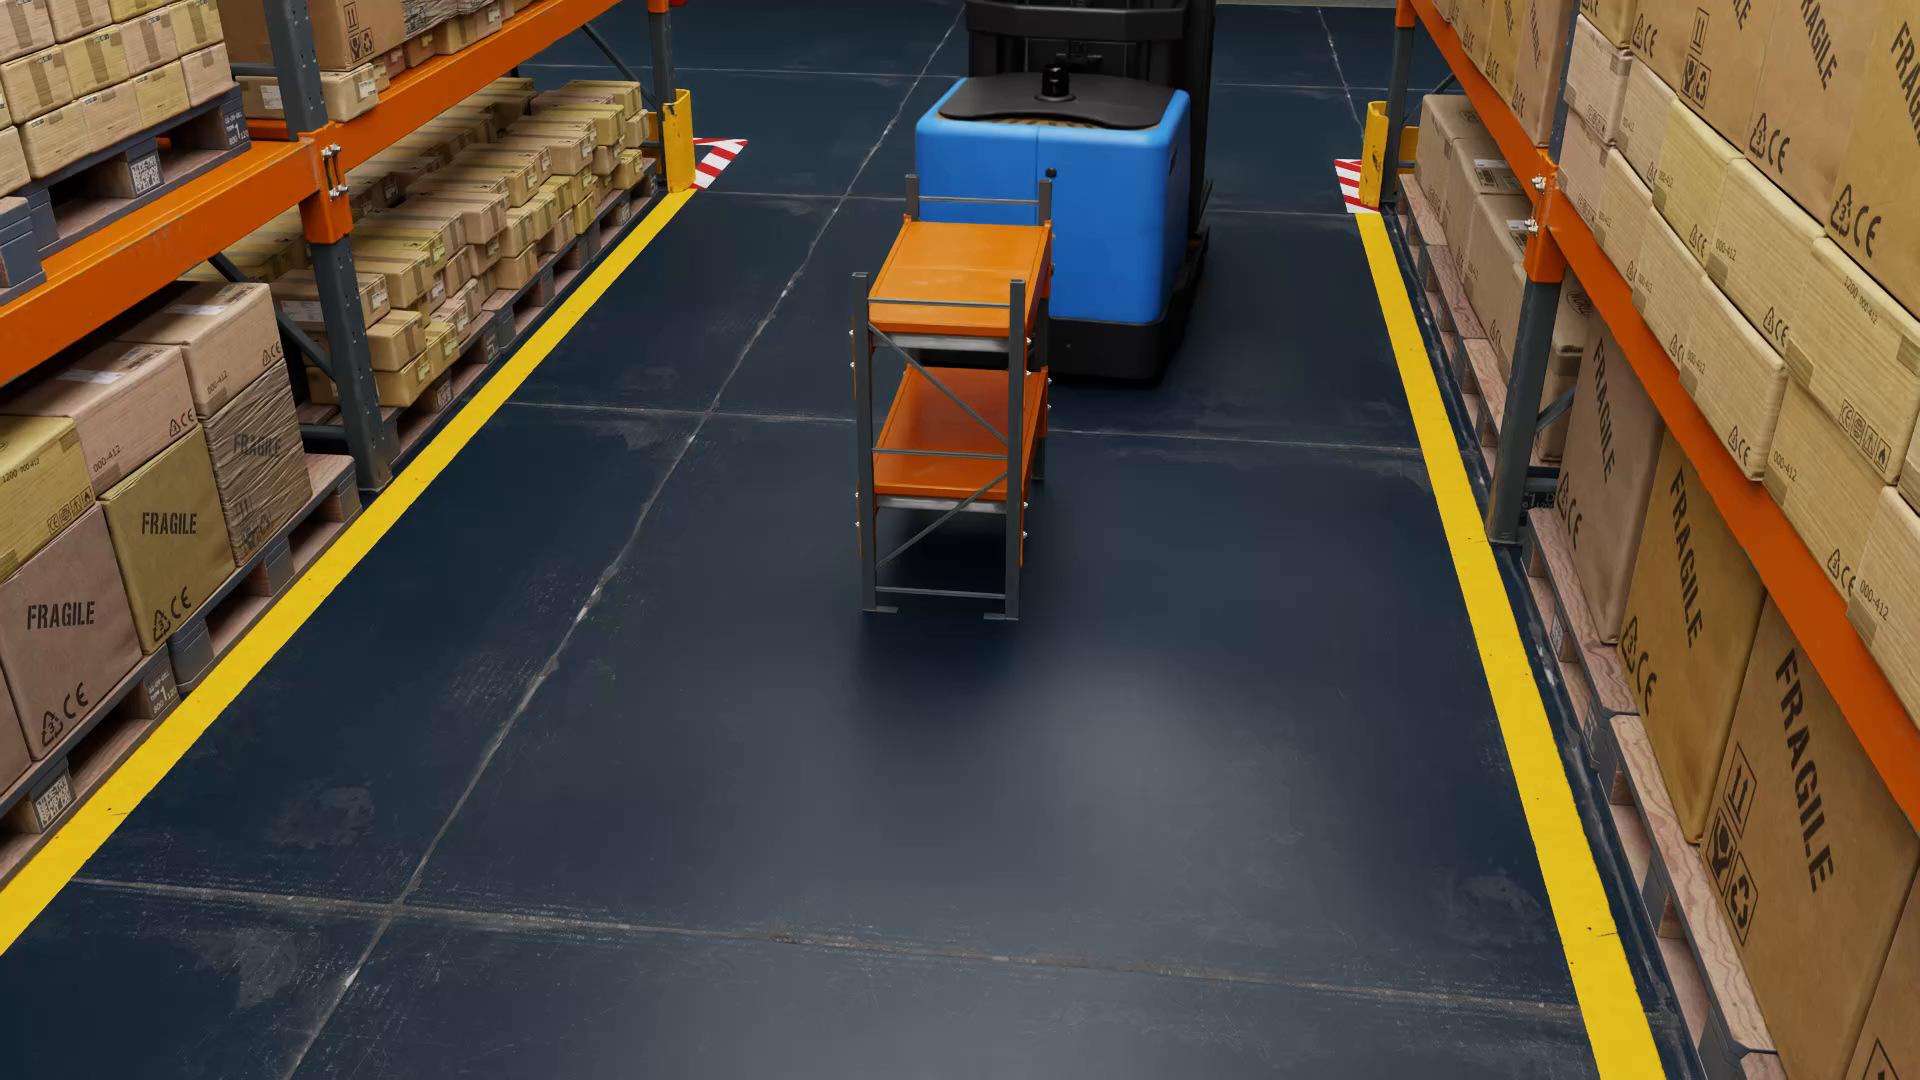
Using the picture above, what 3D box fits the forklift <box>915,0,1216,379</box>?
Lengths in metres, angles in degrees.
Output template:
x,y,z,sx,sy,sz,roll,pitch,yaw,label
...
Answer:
x,y,z,sx,sy,sz,roll,pitch,yaw,label
0.637,-2.631,7.543,1.130,2.935,3.031,6,29,11,forklift

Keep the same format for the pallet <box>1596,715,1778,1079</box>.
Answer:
x,y,z,sx,sy,sz,roll,pitch,yaw,label
2.156,0.868,3.916,1.003,0.211,1.213,3,28,6,pallet

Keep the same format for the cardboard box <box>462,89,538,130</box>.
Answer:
x,y,z,sx,sy,sz,roll,pitch,yaw,label
-2.428,-2.254,8.707,0.380,0.149,0.250,4,29,7,cardboard box

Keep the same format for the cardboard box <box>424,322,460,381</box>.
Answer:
x,y,z,sx,sy,sz,roll,pitch,yaw,label
-2.206,-0.751,6.544,0.380,0.149,0.250,4,29,8,cardboard box

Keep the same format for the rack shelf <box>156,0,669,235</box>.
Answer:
x,y,z,sx,sy,sz,roll,pitch,yaw,label
-2.357,-2.168,7.369,1.077,0.370,4.000,3,28,6,rack shelf

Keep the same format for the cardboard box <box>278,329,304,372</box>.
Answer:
x,y,z,sx,sy,sz,roll,pitch,yaw,label
-2.777,-0.794,6.625,0.380,0.149,0.250,4,29,8,cardboard box

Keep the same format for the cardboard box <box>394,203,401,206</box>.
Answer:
x,y,z,sx,sy,sz,roll,pitch,yaw,label
-2.575,-1.507,7.634,0.380,0.149,0.250,5,29,9,cardboard box

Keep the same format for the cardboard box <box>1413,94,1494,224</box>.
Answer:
x,y,z,sx,sy,sz,roll,pitch,yaw,label
2.831,-1.926,8.421,0.875,0.438,0.875,2,28,4,cardboard box

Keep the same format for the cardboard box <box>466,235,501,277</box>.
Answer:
x,y,z,sx,sy,sz,roll,pitch,yaw,label
-2.211,-1.252,7.160,0.380,0.149,0.250,5,29,9,cardboard box

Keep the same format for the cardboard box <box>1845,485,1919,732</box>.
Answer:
x,y,z,sx,sy,sz,roll,pitch,yaw,label
1.684,0.152,2.464,0.500,0.250,0.500,4,29,7,cardboard box

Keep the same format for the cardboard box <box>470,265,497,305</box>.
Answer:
x,y,z,sx,sy,sz,roll,pitch,yaw,label
-2.247,-1.122,7.233,0.380,0.149,0.250,2,28,4,cardboard box

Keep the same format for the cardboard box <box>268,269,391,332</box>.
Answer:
x,y,z,sx,sy,sz,roll,pitch,yaw,label
-2.354,-0.885,6.165,0.380,0.149,0.250,4,29,8,cardboard box

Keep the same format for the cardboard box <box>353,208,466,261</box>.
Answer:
x,y,z,sx,sy,sz,roll,pitch,yaw,label
-2.270,-1.257,6.856,0.380,0.149,0.250,3,28,5,cardboard box

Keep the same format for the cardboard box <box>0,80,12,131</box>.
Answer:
x,y,z,sx,sy,sz,roll,pitch,yaw,label
-2.582,-1.057,4.058,0.380,0.149,0.250,2,28,4,cardboard box

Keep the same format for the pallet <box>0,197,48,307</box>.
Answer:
x,y,z,sx,sy,sz,roll,pitch,yaw,label
-2.890,-0.510,3.736,1.003,0.211,1.213,3,28,6,pallet

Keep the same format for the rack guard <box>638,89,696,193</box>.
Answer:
x,y,z,sx,sy,sz,roll,pitch,yaw,label
-2.121,-2.289,9.473,1.175,0.500,0.348,3,28,6,rack guard

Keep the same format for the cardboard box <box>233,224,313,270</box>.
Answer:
x,y,z,sx,sy,sz,roll,pitch,yaw,label
-2.802,-1.157,6.671,0.380,0.149,0.250,3,28,6,cardboard box

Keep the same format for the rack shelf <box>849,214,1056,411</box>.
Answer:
x,y,z,sx,sy,sz,roll,pitch,yaw,label
0.001,-0.756,5.350,0.538,0.278,1.000,3,28,6,rack shelf

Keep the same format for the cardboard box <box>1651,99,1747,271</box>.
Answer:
x,y,z,sx,sy,sz,roll,pitch,yaw,label
1.865,-0.783,3.672,0.500,0.250,0.500,4,29,7,cardboard box

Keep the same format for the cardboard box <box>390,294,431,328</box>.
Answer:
x,y,z,sx,sy,sz,roll,pitch,yaw,label
-2.298,-0.880,6.470,0.380,0.149,0.250,4,29,7,cardboard box

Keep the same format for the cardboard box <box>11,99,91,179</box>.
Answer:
x,y,z,sx,sy,sz,roll,pitch,yaw,label
-2.549,-1.061,4.379,0.380,0.149,0.250,2,28,4,cardboard box

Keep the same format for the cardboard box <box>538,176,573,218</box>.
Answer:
x,y,z,sx,sy,sz,roll,pitch,yaw,label
-2.056,-1.613,7.830,0.380,0.149,0.250,5,29,9,cardboard box

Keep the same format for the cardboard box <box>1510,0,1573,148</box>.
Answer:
x,y,z,sx,sy,sz,roll,pitch,yaw,label
2.126,-1.580,5.415,0.500,0.500,0.500,4,29,7,cardboard box

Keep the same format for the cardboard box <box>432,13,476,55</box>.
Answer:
x,y,z,sx,sy,sz,roll,pitch,yaw,label
-2.169,-2.044,6.645,0.380,0.149,0.250,4,29,7,cardboard box

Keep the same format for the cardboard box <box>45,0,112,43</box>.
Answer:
x,y,z,sx,sy,sz,roll,pitch,yaw,label
-2.523,-1.431,4.438,0.380,0.149,0.250,2,28,5,cardboard box

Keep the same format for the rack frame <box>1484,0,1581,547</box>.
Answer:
x,y,z,sx,sy,sz,roll,pitch,yaw,label
2.323,-1.303,5.006,1.000,3.000,0.127,3,28,6,rack frame

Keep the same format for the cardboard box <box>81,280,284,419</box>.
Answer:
x,y,z,sx,sy,sz,roll,pitch,yaw,label
-2.443,-0.592,5.089,0.500,0.250,0.500,3,28,5,cardboard box

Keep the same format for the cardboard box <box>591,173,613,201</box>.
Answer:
x,y,z,sx,sy,sz,roll,pitch,yaw,label
-2.018,-1.849,8.583,0.380,0.149,0.250,3,28,6,cardboard box

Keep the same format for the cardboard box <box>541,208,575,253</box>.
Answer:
x,y,z,sx,sy,sz,roll,pitch,yaw,label
-2.058,-1.481,7.900,0.380,0.149,0.250,4,29,7,cardboard box

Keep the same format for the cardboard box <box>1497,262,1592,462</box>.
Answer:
x,y,z,sx,sy,sz,roll,pitch,yaw,label
2.506,-0.649,6.051,0.875,0.438,0.875,3,28,5,cardboard box

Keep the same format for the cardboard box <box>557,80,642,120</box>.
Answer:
x,y,z,sx,sy,sz,roll,pitch,yaw,label
-1.925,-2.353,8.892,0.380,0.149,0.250,4,29,7,cardboard box

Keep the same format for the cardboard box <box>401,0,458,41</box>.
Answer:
x,y,z,sx,sy,sz,roll,pitch,yaw,label
-2.238,-2.170,6.196,0.500,0.500,0.500,3,28,6,cardboard box

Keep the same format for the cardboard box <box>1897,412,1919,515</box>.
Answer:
x,y,z,sx,sy,sz,roll,pitch,yaw,label
1.699,-0.058,2.327,0.500,0.250,0.500,3,28,5,cardboard box

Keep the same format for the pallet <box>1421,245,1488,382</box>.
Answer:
x,y,z,sx,sy,sz,roll,pitch,yaw,label
2.641,-1.004,7.392,1.003,0.211,1.213,3,28,6,pallet

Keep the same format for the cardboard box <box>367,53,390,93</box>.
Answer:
x,y,z,sx,sy,sz,roll,pitch,yaw,label
-2.285,-1.673,5.957,0.380,0.149,0.250,4,29,8,cardboard box

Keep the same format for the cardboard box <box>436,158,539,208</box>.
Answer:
x,y,z,sx,sy,sz,roll,pitch,yaw,label
-2.138,-1.619,7.528,0.380,0.149,0.250,3,29,6,cardboard box

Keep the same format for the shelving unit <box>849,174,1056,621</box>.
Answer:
x,y,z,sx,sy,sz,roll,pitch,yaw,label
0.001,-0.498,5.489,0.538,1.125,1.048,3,28,6,shelving unit

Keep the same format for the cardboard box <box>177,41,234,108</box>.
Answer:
x,y,z,sx,sy,sz,roll,pitch,yaw,label
-2.454,-1.419,5.043,0.380,0.149,0.250,3,28,5,cardboard box

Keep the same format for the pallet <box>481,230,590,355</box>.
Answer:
x,y,z,sx,sy,sz,roll,pitch,yaw,label
-2.408,-1.209,7.772,1.003,0.211,1.213,3,28,6,pallet

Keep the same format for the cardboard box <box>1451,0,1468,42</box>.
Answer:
x,y,z,sx,sy,sz,roll,pitch,yaw,label
2.310,-2.306,6.761,0.500,0.500,0.500,4,29,8,cardboard box

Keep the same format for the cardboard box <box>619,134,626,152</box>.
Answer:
x,y,z,sx,sy,sz,roll,pitch,yaw,label
-1.979,-2.102,8.738,0.380,0.149,0.250,3,28,5,cardboard box

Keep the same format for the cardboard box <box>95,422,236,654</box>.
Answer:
x,y,z,sx,sy,sz,roll,pitch,yaw,label
-2.506,-0.023,4.822,0.500,0.500,0.500,3,28,5,cardboard box

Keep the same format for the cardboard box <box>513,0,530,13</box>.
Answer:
x,y,z,sx,sy,sz,roll,pitch,yaw,label
-2.133,-2.418,7.341,0.380,0.149,0.250,4,29,7,cardboard box

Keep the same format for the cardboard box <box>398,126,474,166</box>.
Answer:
x,y,z,sx,sy,sz,roll,pitch,yaw,label
-2.577,-1.891,8.033,0.380,0.149,0.250,4,29,8,cardboard box

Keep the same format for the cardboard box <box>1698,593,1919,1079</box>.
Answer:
x,y,z,sx,sy,sz,roll,pitch,yaw,label
2.113,0.591,3.288,0.875,0.875,0.875,4,29,7,cardboard box

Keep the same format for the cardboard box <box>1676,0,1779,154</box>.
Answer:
x,y,z,sx,sy,sz,roll,pitch,yaw,label
1.885,-1.120,3.506,0.500,0.500,0.500,3,28,5,cardboard box

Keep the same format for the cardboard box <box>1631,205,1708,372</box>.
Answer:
x,y,z,sx,sy,sz,roll,pitch,yaw,label
1.867,-0.561,3.787,0.500,0.250,0.500,3,28,6,cardboard box

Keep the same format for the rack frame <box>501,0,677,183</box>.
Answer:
x,y,z,sx,sy,sz,roll,pitch,yaw,label
-2.112,-3.426,8.946,1.000,3.000,0.127,3,28,6,rack frame

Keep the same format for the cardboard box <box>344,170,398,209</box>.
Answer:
x,y,z,sx,sy,sz,roll,pitch,yaw,label
-2.730,-1.535,7.373,0.380,0.149,0.250,2,28,4,cardboard box

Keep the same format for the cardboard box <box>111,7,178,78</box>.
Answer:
x,y,z,sx,sy,sz,roll,pitch,yaw,label
-2.486,-1.425,4.741,0.380,0.149,0.250,4,29,7,cardboard box

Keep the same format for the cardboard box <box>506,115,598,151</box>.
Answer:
x,y,z,sx,sy,sz,roll,pitch,yaw,label
-2.014,-1.991,8.219,0.380,0.149,0.250,2,28,4,cardboard box
